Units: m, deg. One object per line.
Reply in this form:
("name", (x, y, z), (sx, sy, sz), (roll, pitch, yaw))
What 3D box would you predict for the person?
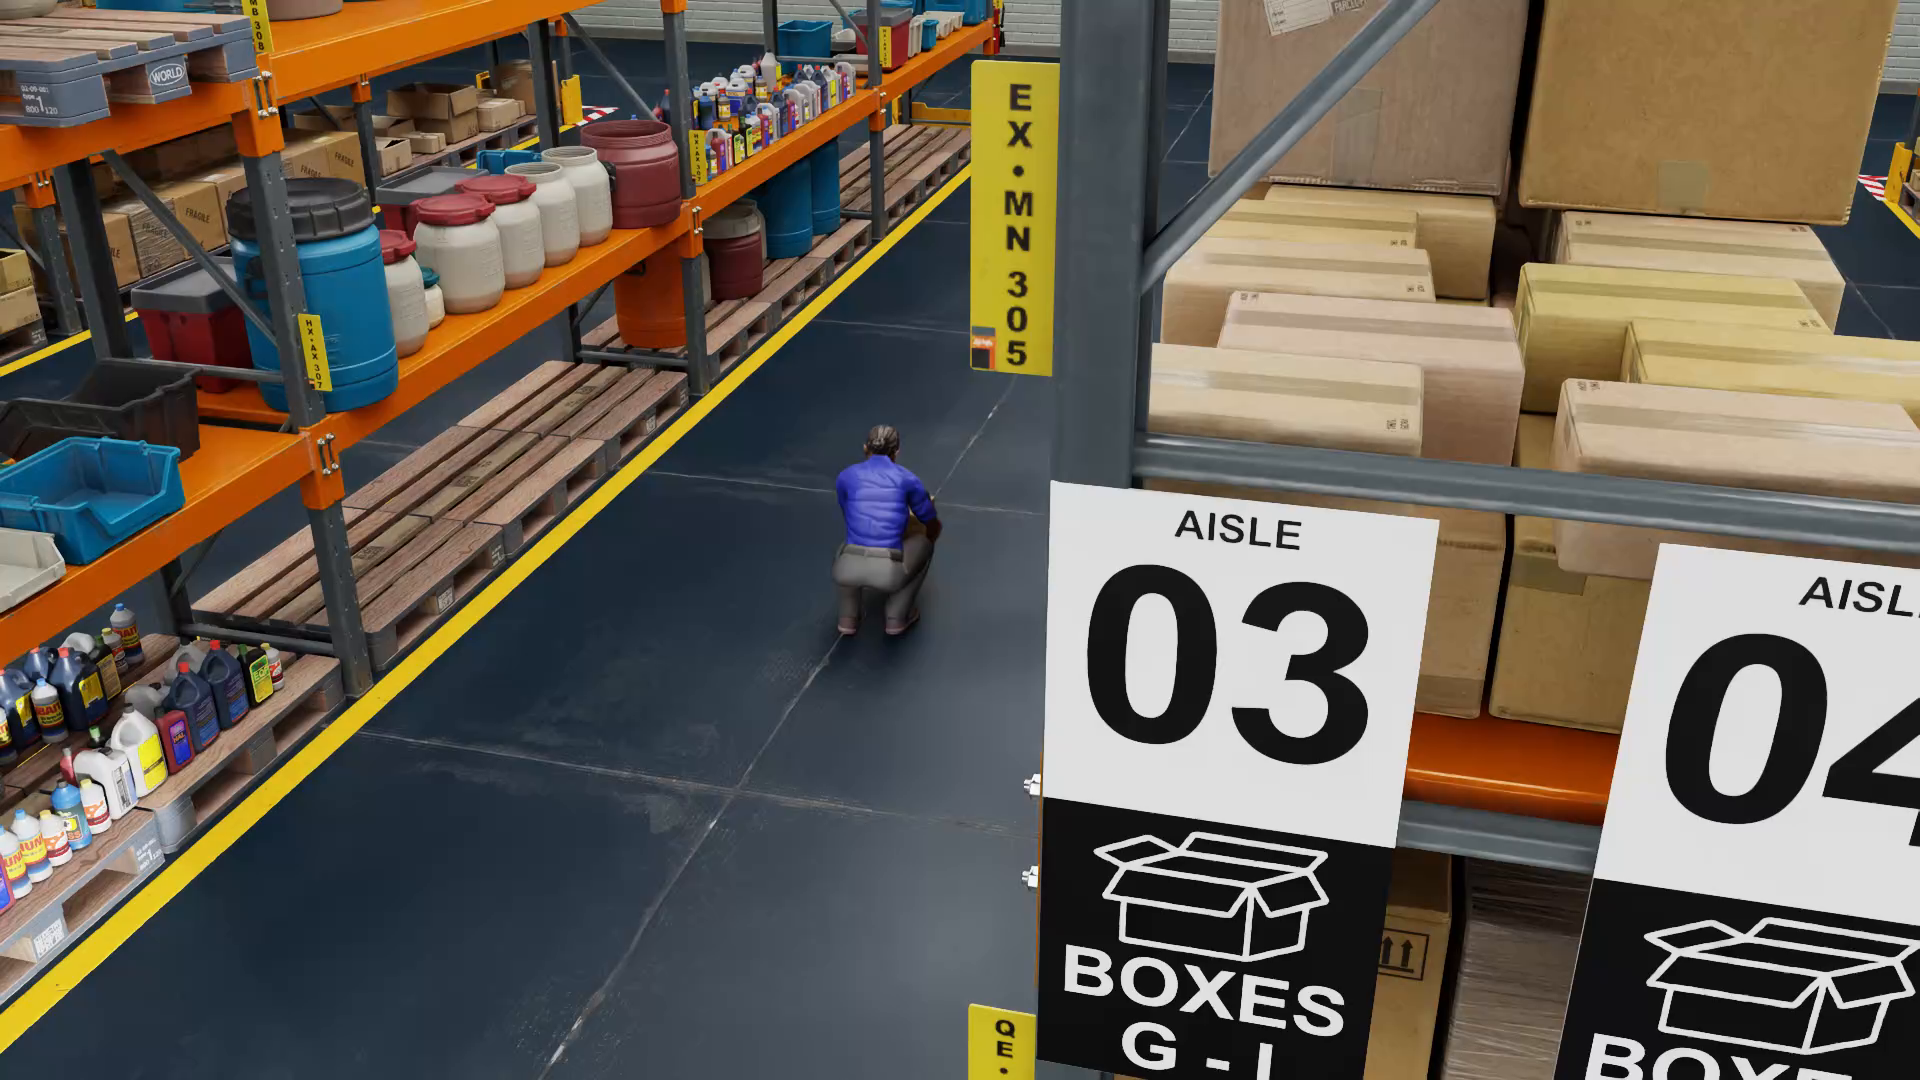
("person", (-0.372, -0.049, 8.096), (0.507, 0.918, 0.818), (6, 26, 13))
